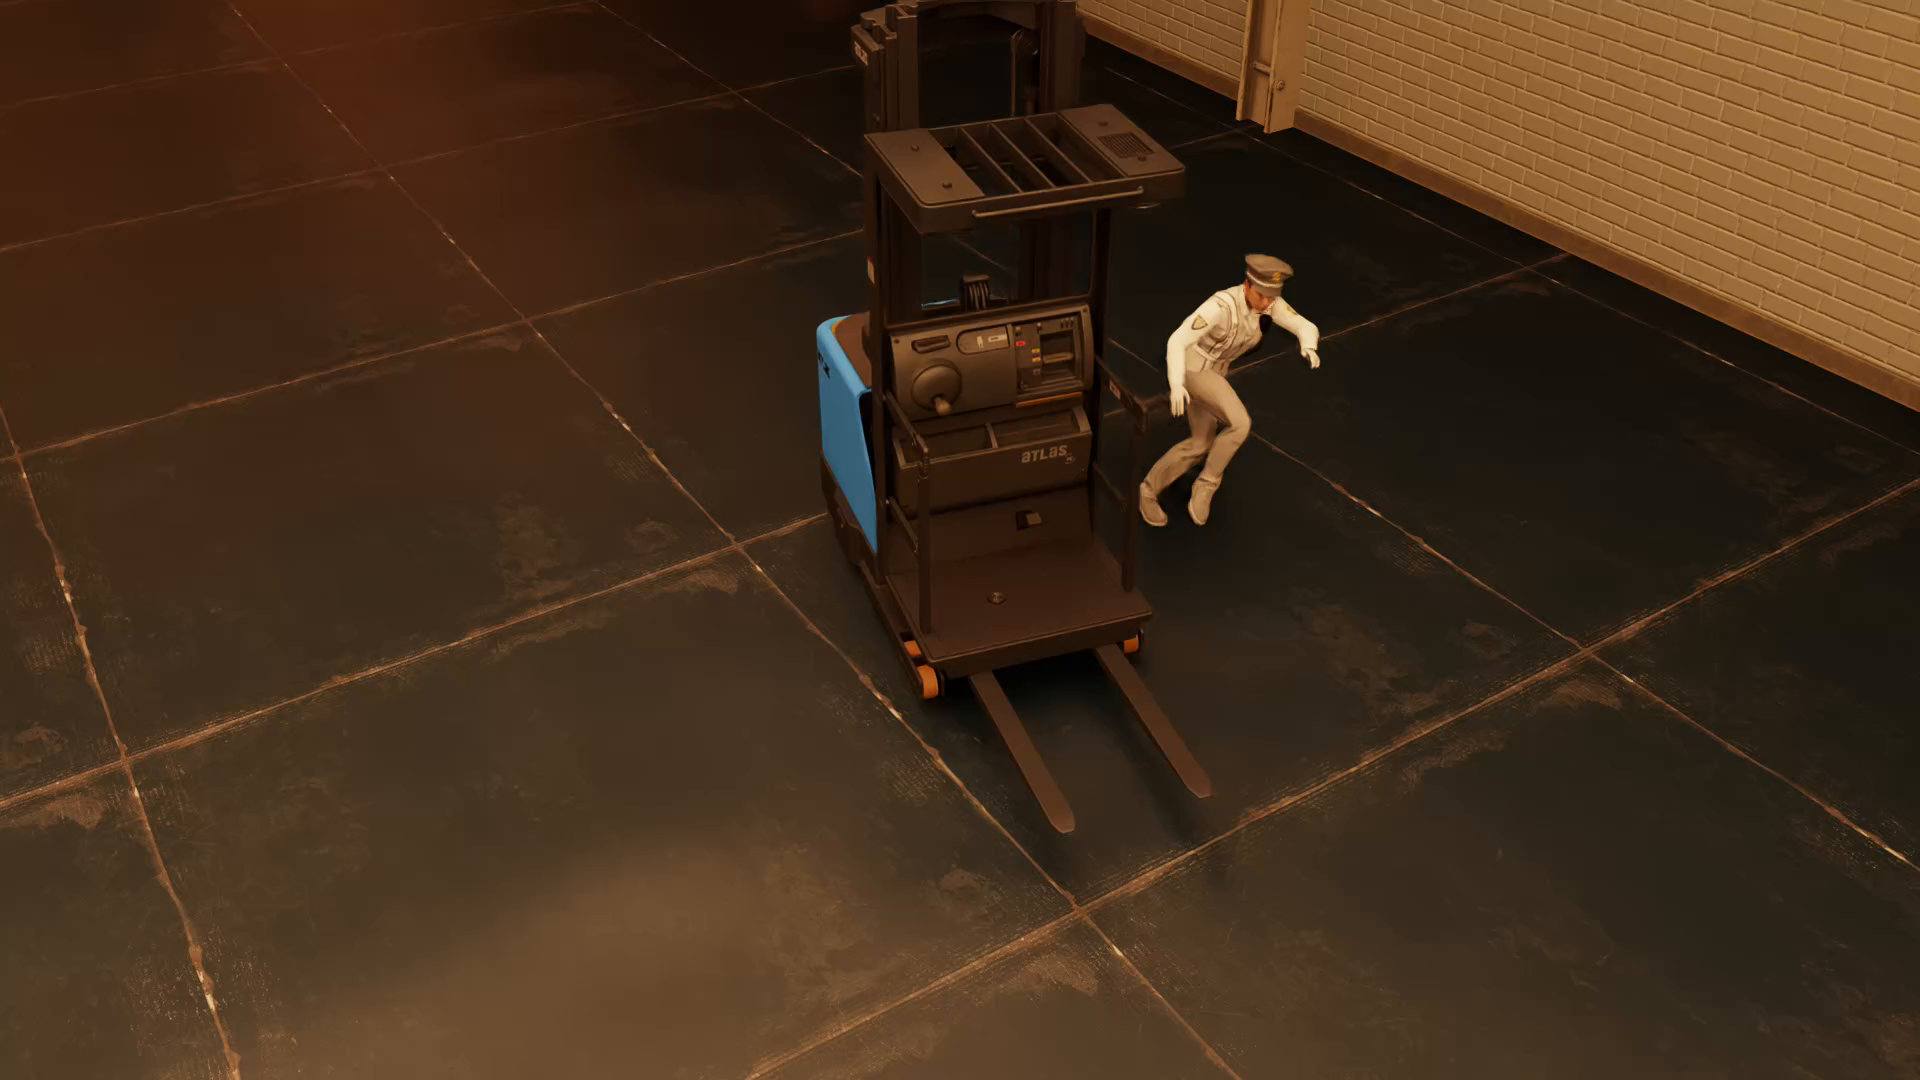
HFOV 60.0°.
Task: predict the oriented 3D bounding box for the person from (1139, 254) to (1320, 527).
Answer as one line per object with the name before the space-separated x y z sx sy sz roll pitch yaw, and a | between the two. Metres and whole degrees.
person | 1.381 -0.761 8.539 0.823 1.433 0.908 28 44 33

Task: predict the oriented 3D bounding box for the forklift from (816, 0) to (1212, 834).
forklift | 0.222 -0.729 7.186 1.130 2.935 3.031 -11 37 -16
